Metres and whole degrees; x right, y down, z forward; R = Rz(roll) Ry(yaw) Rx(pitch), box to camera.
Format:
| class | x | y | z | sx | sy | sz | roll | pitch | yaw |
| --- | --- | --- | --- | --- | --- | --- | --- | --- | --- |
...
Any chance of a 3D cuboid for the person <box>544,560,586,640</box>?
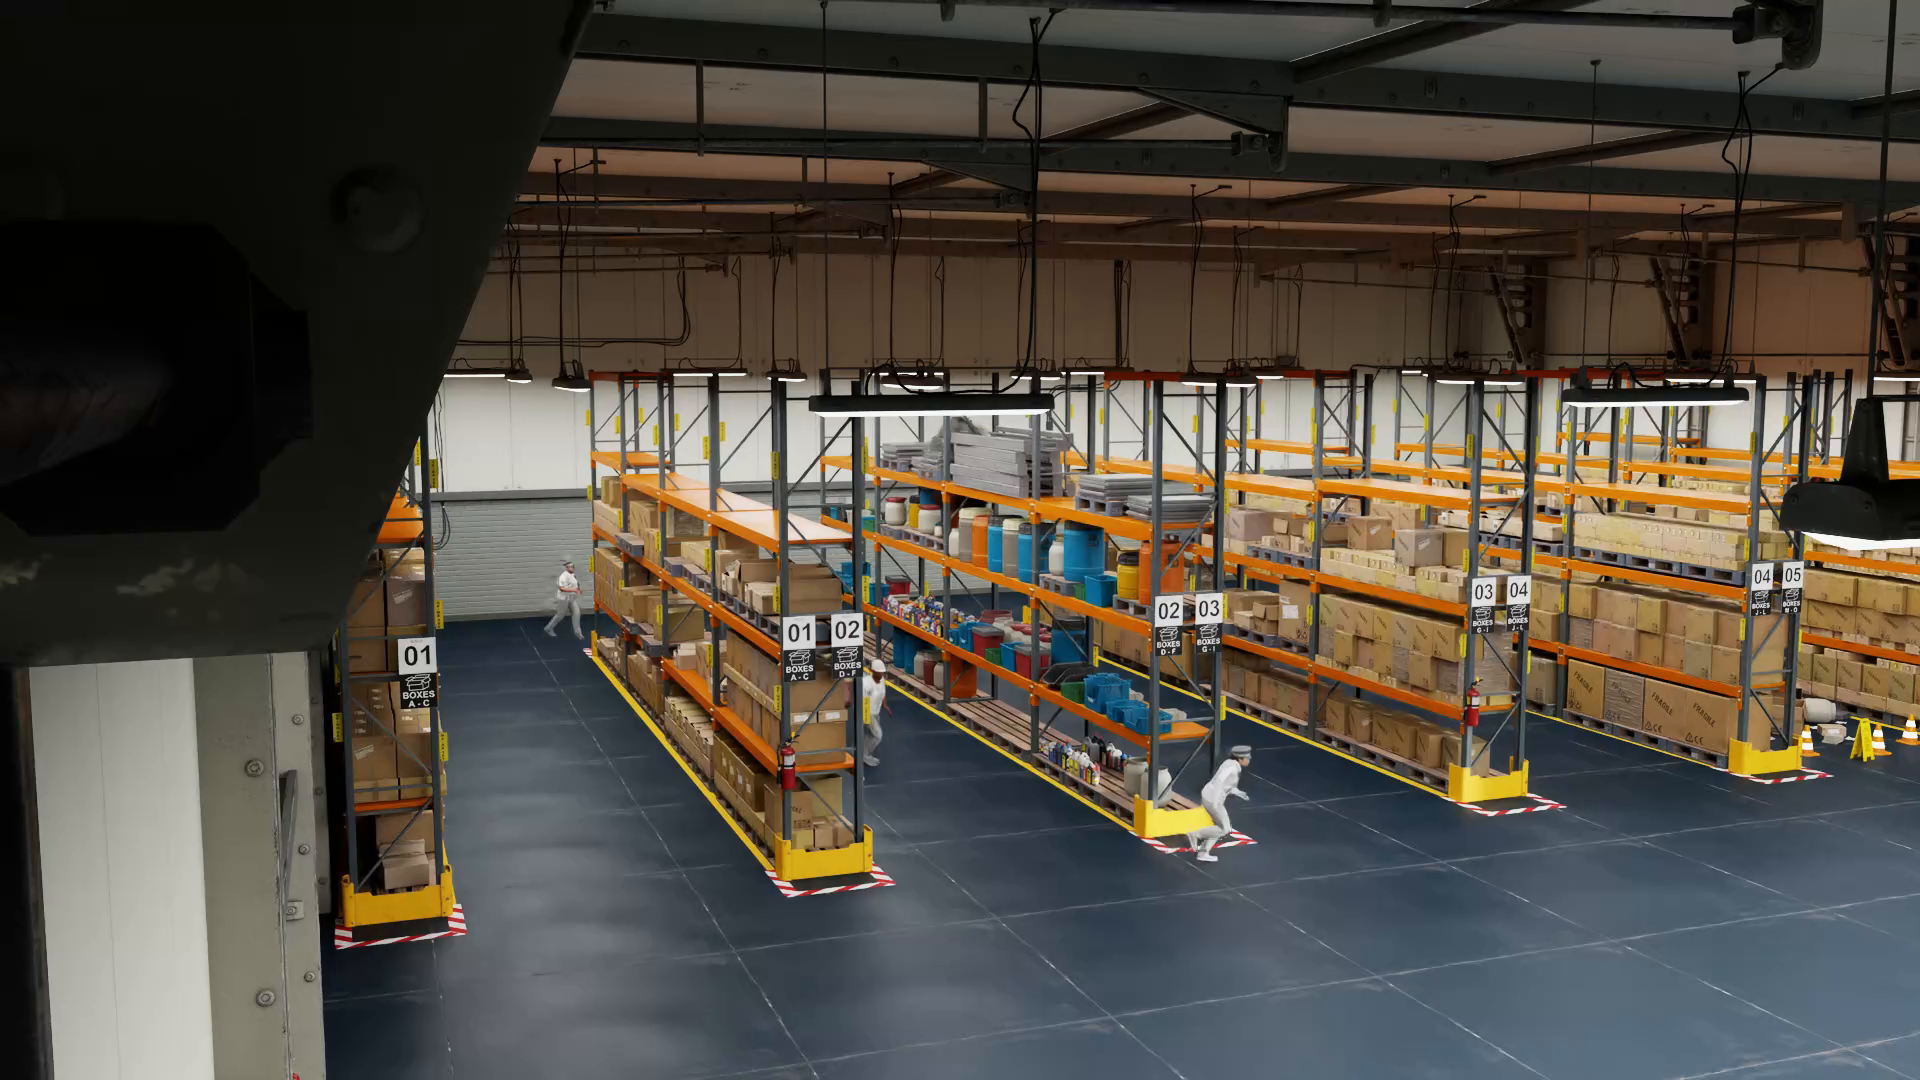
| class | x | y | z | sx | sy | sz | roll | pitch | yaw |
| --- | --- | --- | --- | --- | --- | --- | --- | --- | --- |
| person | -8.785 | 1.338 | 36.988 | 0.953 | 1.800 | 0.617 | 2 | 7 | 17 |

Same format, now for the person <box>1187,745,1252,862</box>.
| class | x | y | z | sx | sy | sz | roll | pitch | yaw |
| --- | --- | --- | --- | --- | --- | --- | --- | --- | --- |
| person | 3.232 | 3.300 | 20.712 | 0.792 | 1.484 | 0.637 | 0 | 6 | 3 |

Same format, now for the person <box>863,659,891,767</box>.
| class | x | y | z | sx | sy | sz | roll | pitch | yaw |
| --- | --- | --- | --- | --- | --- | --- | --- | --- | --- |
| person | -1.354 | 2.644 | 25.563 | 0.620 | 1.696 | 0.701 | 3 | 7 | 23 |

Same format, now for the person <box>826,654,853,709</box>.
| class | x | y | z | sx | sy | sz | roll | pitch | yaw |
| --- | --- | --- | --- | --- | --- | --- | --- | --- | --- |
| person | -1.950 | 2.378 | 27.994 | 0.570 | 1.644 | 0.638 | -3 | 7 | -27 |
